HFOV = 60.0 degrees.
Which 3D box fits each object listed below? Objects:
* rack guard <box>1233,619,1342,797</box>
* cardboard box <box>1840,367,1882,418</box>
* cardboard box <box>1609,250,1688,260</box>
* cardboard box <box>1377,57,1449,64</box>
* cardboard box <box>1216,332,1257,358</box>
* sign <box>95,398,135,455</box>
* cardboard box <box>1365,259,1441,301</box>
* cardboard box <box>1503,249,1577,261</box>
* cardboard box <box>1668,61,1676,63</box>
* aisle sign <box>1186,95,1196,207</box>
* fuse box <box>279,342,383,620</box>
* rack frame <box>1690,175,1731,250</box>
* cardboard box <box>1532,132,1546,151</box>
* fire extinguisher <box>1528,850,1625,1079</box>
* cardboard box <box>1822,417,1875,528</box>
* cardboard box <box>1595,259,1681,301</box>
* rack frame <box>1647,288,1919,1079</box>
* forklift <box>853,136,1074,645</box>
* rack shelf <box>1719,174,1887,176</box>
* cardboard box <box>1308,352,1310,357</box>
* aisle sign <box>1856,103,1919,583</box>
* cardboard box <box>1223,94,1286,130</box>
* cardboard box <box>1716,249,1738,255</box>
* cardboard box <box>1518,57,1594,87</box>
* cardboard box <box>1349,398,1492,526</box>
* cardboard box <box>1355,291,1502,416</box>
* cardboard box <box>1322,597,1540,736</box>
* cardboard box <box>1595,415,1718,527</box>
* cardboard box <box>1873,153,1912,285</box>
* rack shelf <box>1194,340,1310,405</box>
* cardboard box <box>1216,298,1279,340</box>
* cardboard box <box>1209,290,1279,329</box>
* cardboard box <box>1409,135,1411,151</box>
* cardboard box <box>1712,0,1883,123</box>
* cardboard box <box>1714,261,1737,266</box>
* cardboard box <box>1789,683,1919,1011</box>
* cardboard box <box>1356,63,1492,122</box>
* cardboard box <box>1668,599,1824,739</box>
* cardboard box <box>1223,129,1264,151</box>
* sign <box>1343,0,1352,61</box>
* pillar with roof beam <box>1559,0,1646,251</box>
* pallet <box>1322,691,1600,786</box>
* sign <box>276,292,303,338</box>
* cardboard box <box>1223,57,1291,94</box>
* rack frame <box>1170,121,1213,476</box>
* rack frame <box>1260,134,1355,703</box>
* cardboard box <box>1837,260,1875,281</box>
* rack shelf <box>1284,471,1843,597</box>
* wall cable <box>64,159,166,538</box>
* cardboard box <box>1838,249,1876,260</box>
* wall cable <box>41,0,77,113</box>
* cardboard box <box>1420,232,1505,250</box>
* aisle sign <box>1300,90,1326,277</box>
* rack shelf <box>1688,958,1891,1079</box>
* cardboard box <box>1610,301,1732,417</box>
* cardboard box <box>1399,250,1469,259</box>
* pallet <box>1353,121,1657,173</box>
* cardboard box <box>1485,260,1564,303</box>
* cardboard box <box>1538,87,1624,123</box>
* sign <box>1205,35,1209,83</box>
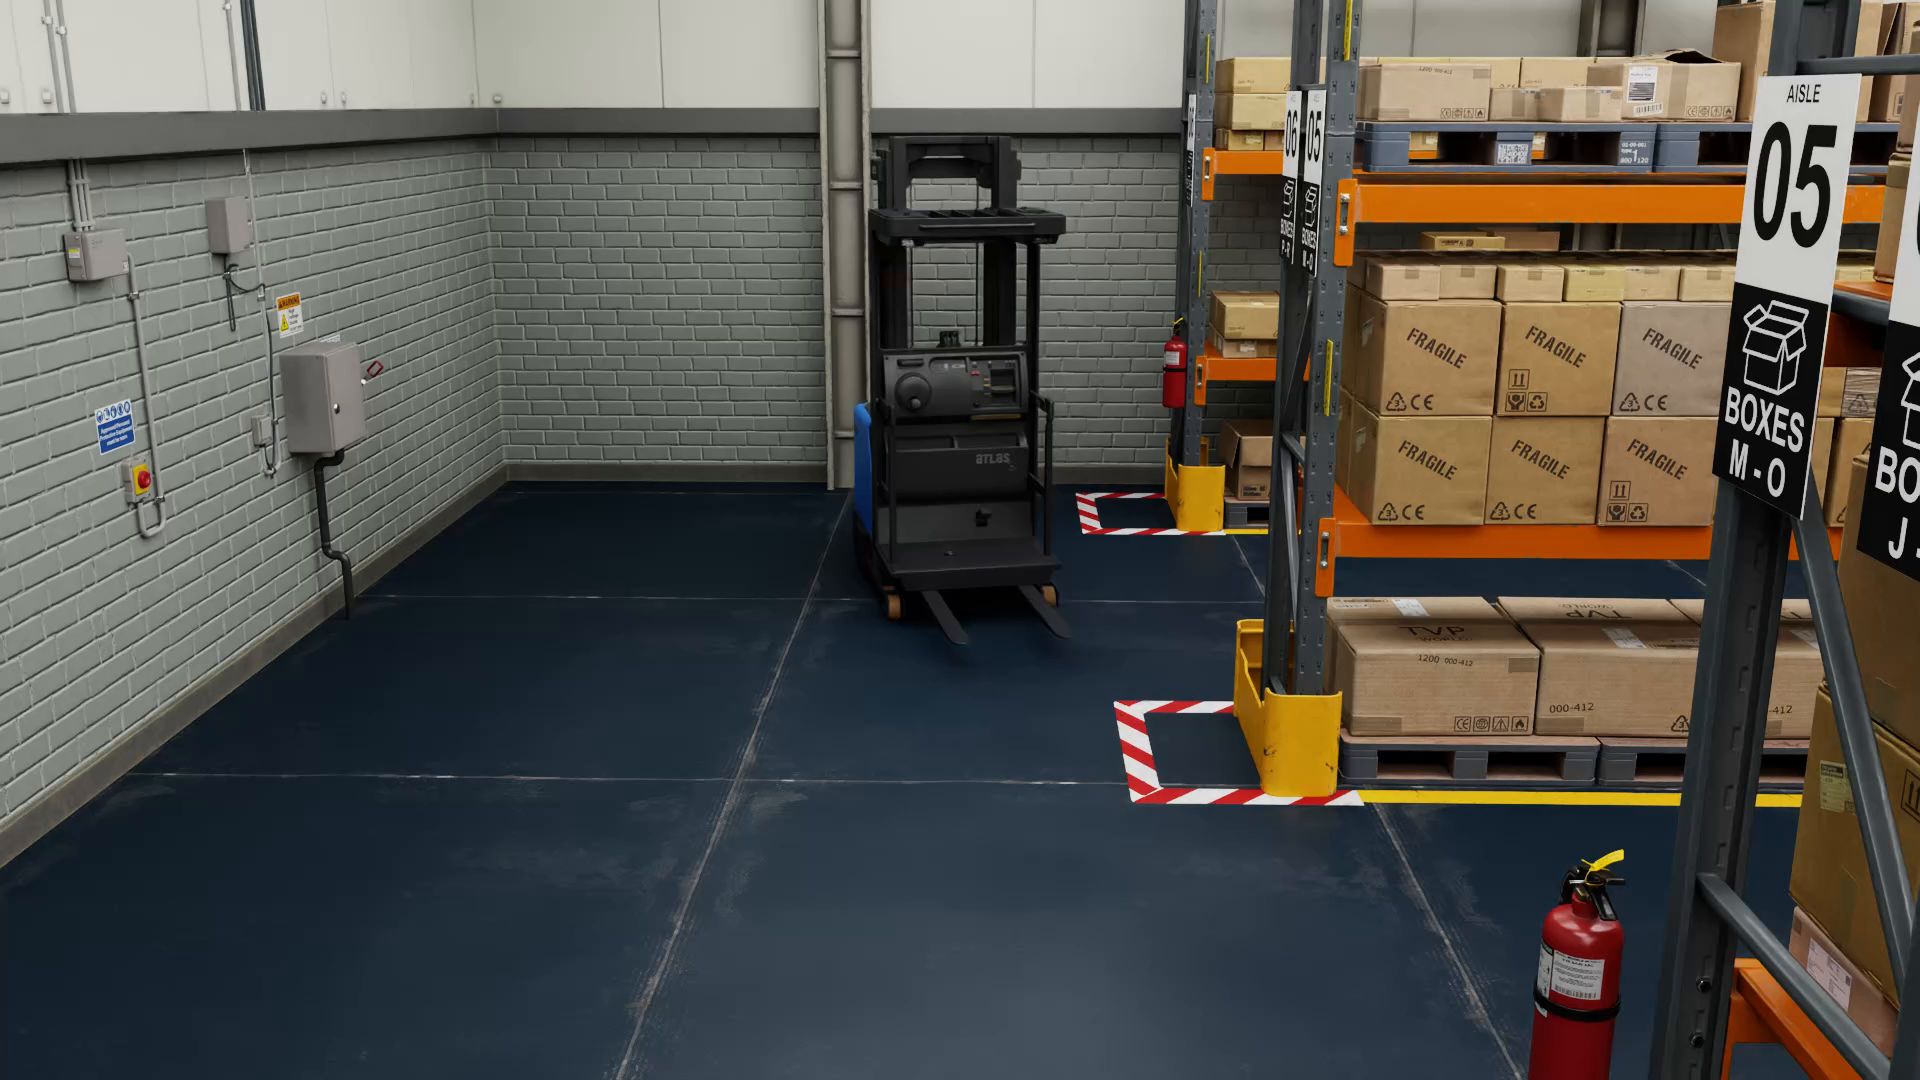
[{"bbox_3d":[1.613,0.812,8.282,0.348,0.500,1.175,0,15,1],"label":"rack guard"},{"bbox_3d":[4.141,-0.841,7.492,0.500,0.500,0.500,1,15,2],"label":"cardboard box"},{"bbox_3d":[3.278,-1.296,7.946,0.250,0.149,0.380,1,15,3],"label":"cardboard box"},{"bbox_3d":[3.207,-3.351,12.012,0.500,0.250,0.500,0,15,1],"label":"cardboard box"},{"bbox_3d":[2.081,-1.469,12.520,0.250,0.149,0.380,0,15,1],"label":"cardboard box"},{"bbox_3d":[-4.063,-0.546,8.000,0.001,0.218,0.327,0,15,1],"label":"sign"},{"bbox_3d":[1.985,-1.169,7.463,0.250,0.149,0.380,1,15,3],"label":"cardboard box"},{"bbox_3d":[2.766,-1.303,7.970,0.250,0.149,0.380,1,15,3],"label":"cardboard box"},{"bbox_3d":[5.248,-3.342,11.977,0.500,0.250,0.500,0,15,2],"label":"cardboard box"},{"bbox_3d":[1.684,-2.845,12.147,0.004,0.787,0.394,0,15,1],"label":"aisle sign"},{"bbox_3d":[-3.801,-0.339,10.271,0.414,1.711,0.539,0,15,1],"label":"fuse box"},{"bbox_3d":[5.759,-1.636,12.662,0.127,3.000,1.000,0,15,1],"label":"rack frame"},{"bbox_3d":[4.115,-2.911,12.104,0.250,0.149,0.380,1,15,2],"label":"cardboard box"},{"bbox_3d":[1.371,0.965,3.685,0.183,0.674,0.296,0,15,1],"label":"fire extinguisher"},{"bbox_3d":[4.148,-0.358,7.621,0.500,0.500,0.500,0,15,1],"label":"cardboard box"},{"bbox_3d":[3.033,-1.169,7.464,0.250,0.149,0.380,1,15,2],"label":"cardboard box"},{"bbox_3d":[1.611,0.867,3.176,0.127,3.000,1.000,0,15,1],"label":"rack frame"},{"bbox_3d":[0.017,-1.016,10.444,1.130,2.935,3.031,-3,15,-11],"label":"forklift"},{"bbox_3d":[7.758,-2.726,12.322,4.000,0.370,1.077,0,15,1],"label":"rack shelf"},{"bbox_3d":[2.600,-1.486,12.585,0.250,0.149,0.380,0,15,1],"label":"cardboard box"},{"bbox_3d":[1.531,-0.314,2.556,0.004,0.787,0.394,0,15,1],"label":"aisle sign"},{"bbox_3d":[2.196,-3.111,12.084,0.500,0.250,0.500,0,15,1],"label":"cardboard box"},{"bbox_3d":[3.804,-1.299,7.955,0.250,0.149,0.380,0,15,2],"label":"cardboard box"},{"bbox_3d":[4.234,-3.348,12.001,0.500,0.250,0.500,1,15,2],"label":"cardboard box"},{"bbox_3d":[2.109,-0.369,7.661,0.500,0.500,0.500,0,15,1],"label":"cardboard box"},{"bbox_3d":[2.109,-0.853,7.535,0.500,0.500,0.500,0,15,0],"label":"cardboard box"},{"bbox_3d":[2.299,0.618,8.316,0.875,0.438,0.875,0,15,0],"label":"cardboard box"},{"bbox_3d":[3.124,-0.364,7.645,0.500,0.500,0.500,0,15,1],"label":"cardboard box"},{"bbox_3d":[2.073,-0.576,3.057,0.500,0.250,0.500,0,15,0],"label":"cardboard box"},{"bbox_3d":[3.759,-1.301,12.803,4.000,0.370,1.077,0,15,1],"label":"rack shelf"},{"bbox_3d":[2.207,-1.662,12.470,0.500,0.250,0.500,0,15,2],"label":"cardboard box"},{"bbox_3d":[2.226,-1.798,12.987,0.500,0.250,0.500,1,15,3],"label":"cardboard box"},{"bbox_3d":[3.100,-2.901,12.069,0.250,0.149,0.380,0,15,1],"label":"cardboard box"},{"bbox_3d":[3.648,-2.095,7.306,0.500,0.500,0.500,1,15,2],"label":"cardboard box"},{"bbox_3d":[3.534,-1.148,7.384,0.250,0.149,0.380,0,15,0],"label":"cardboard box"},{"bbox_3d":[2.067,0.612,3.363,0.500,0.500,0.500,1,15,3],"label":"cardboard box"},{"bbox_3d":[2.089,-2.046,7.609,0.500,0.250,0.500,-1,15,-4],"label":"cardboard box"},{"bbox_3d":[4.116,0.628,8.278,0.875,0.438,0.875,0,15,0],"label":"cardboard box"},{"bbox_3d":[2.073,-2.930,12.178,0.250,0.149,0.380,1,15,3],"label":"cardboard box"},{"bbox_3d":[1.617,-2.166,6.922,0.005,0.325,0.100,0,15,1],"label":"sign"},{"bbox_3d":[4.976,-3.674,8.624,0.400,9.000,9.100,0,15,1],"label":"pillar with roof beam"},{"bbox_3d":[2.438,0.937,8.374,1.213,0.211,1.003,0,15,1],"label":"pallet"},{"bbox_3d":[-4.010,-1.349,9.953,0.001,0.242,0.339,0,15,1],"label":"sign"},{"bbox_3d":[2.197,-3.359,12.042,0.500,0.250,0.500,0,15,1],"label":"cardboard box"},{"bbox_3d":[1.760,-1.662,12.761,0.127,3.000,1.000,0,15,1],"label":"rack frame"},{"bbox_3d":[1.637,-0.397,7.963,0.127,3.000,1.000,0,15,1],"label":"rack frame"},{"bbox_3d":[4.043,-1.161,7.434,0.250,0.149,0.380,0,15,0],"label":"cardboard box"},{"bbox_3d":[3.636,-0.036,8.005,4.000,0.370,1.077,0,15,1],"label":"rack shelf"},{"bbox_3d":[-4.001,-0.934,7.946,0.123,1.953,0.585,0,15,1],"label":"wall cable"},{"bbox_3d":[4.302,-1.299,7.956,0.250,0.149,0.380,0,15,0],"label":"cardboard box"},{"bbox_3d":[-4.057,-3.262,7.066,0.029,3.000,0.463,0,15,1],"label":"wall cable"},{"bbox_3d":[3.706,-2.015,12.338,0.500,0.500,0.500,1,15,3],"label":"cardboard box"},{"bbox_3d":[1.557,-1.580,7.353,0.004,0.787,0.394,0,15,1],"label":"aisle sign"},{"bbox_3d":[3.611,1.227,3.218,4.000,0.370,1.077,0,15,1],"label":"rack shelf"},{"bbox_3d":[3.141,-0.850,7.524,0.500,0.500,0.500,0,15,1],"label":"cardboard box"},{"bbox_3d":[2.255,-1.295,7.941,0.250,0.149,0.380,1,15,2],"label":"cardboard box"},{"bbox_3d":[2.379,-1.802,7.583,1.213,0.211,1.003,0,15,1],"label":"pallet"},{"bbox_3d":[2.505,-1.155,7.408,0.250,0.149,0.380,1,15,3],"label":"cardboard box"},{"bbox_3d":[2.719,-1.911,7.297,0.250,0.149,0.380,1,15,3],"label":"cardboard box"},{"bbox_3d":[1.746,-3.397,11.742,0.005,0.325,0.100,0,15,1],"label":"sign"}]
